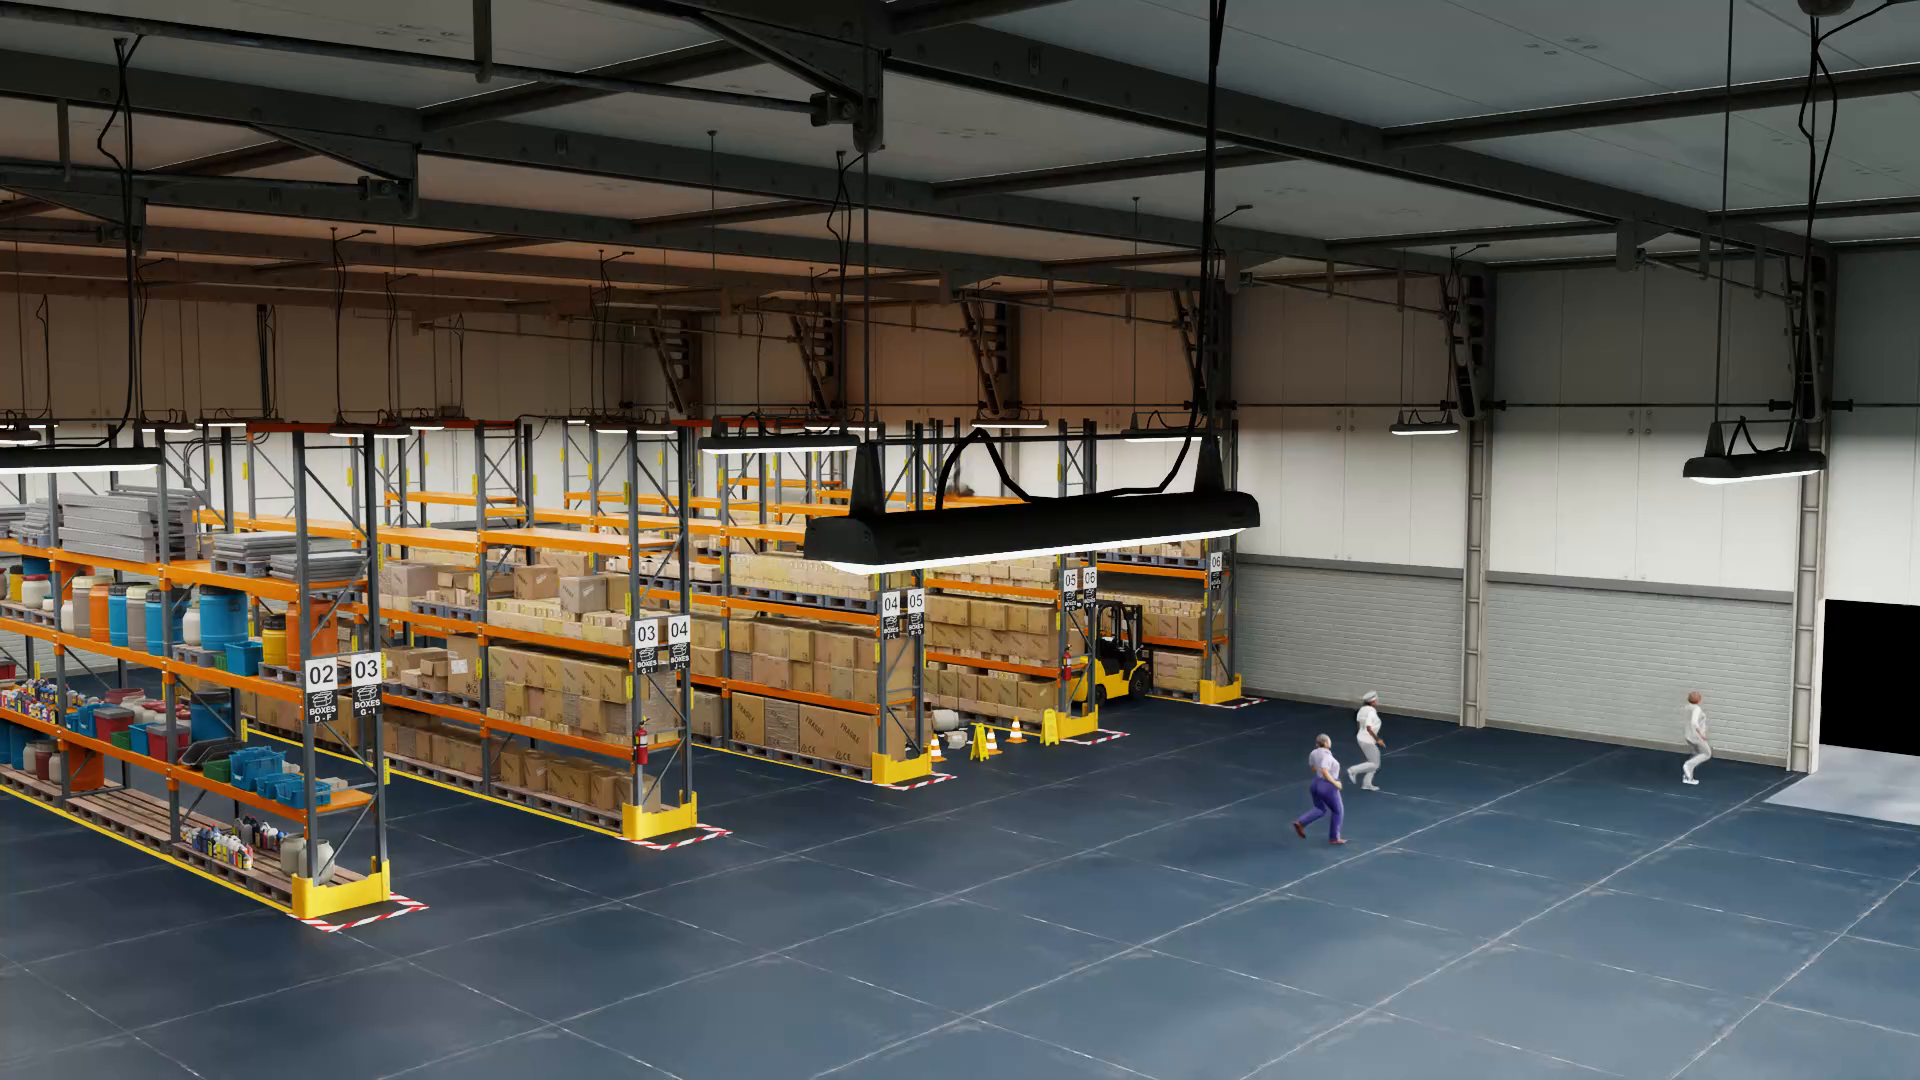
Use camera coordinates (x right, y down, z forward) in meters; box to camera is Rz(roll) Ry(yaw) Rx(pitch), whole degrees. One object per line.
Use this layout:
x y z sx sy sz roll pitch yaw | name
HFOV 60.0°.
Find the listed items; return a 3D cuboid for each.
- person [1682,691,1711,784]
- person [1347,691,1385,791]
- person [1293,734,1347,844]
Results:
12.270 3.293 27.697 0.537 1.558 0.530 -1 5 -7 | person
6.610 3.293 27.236 0.592 1.649 0.558 0 5 -6 | person
5.205 3.575 23.868 0.803 1.611 0.620 -2 5 -20 | person
